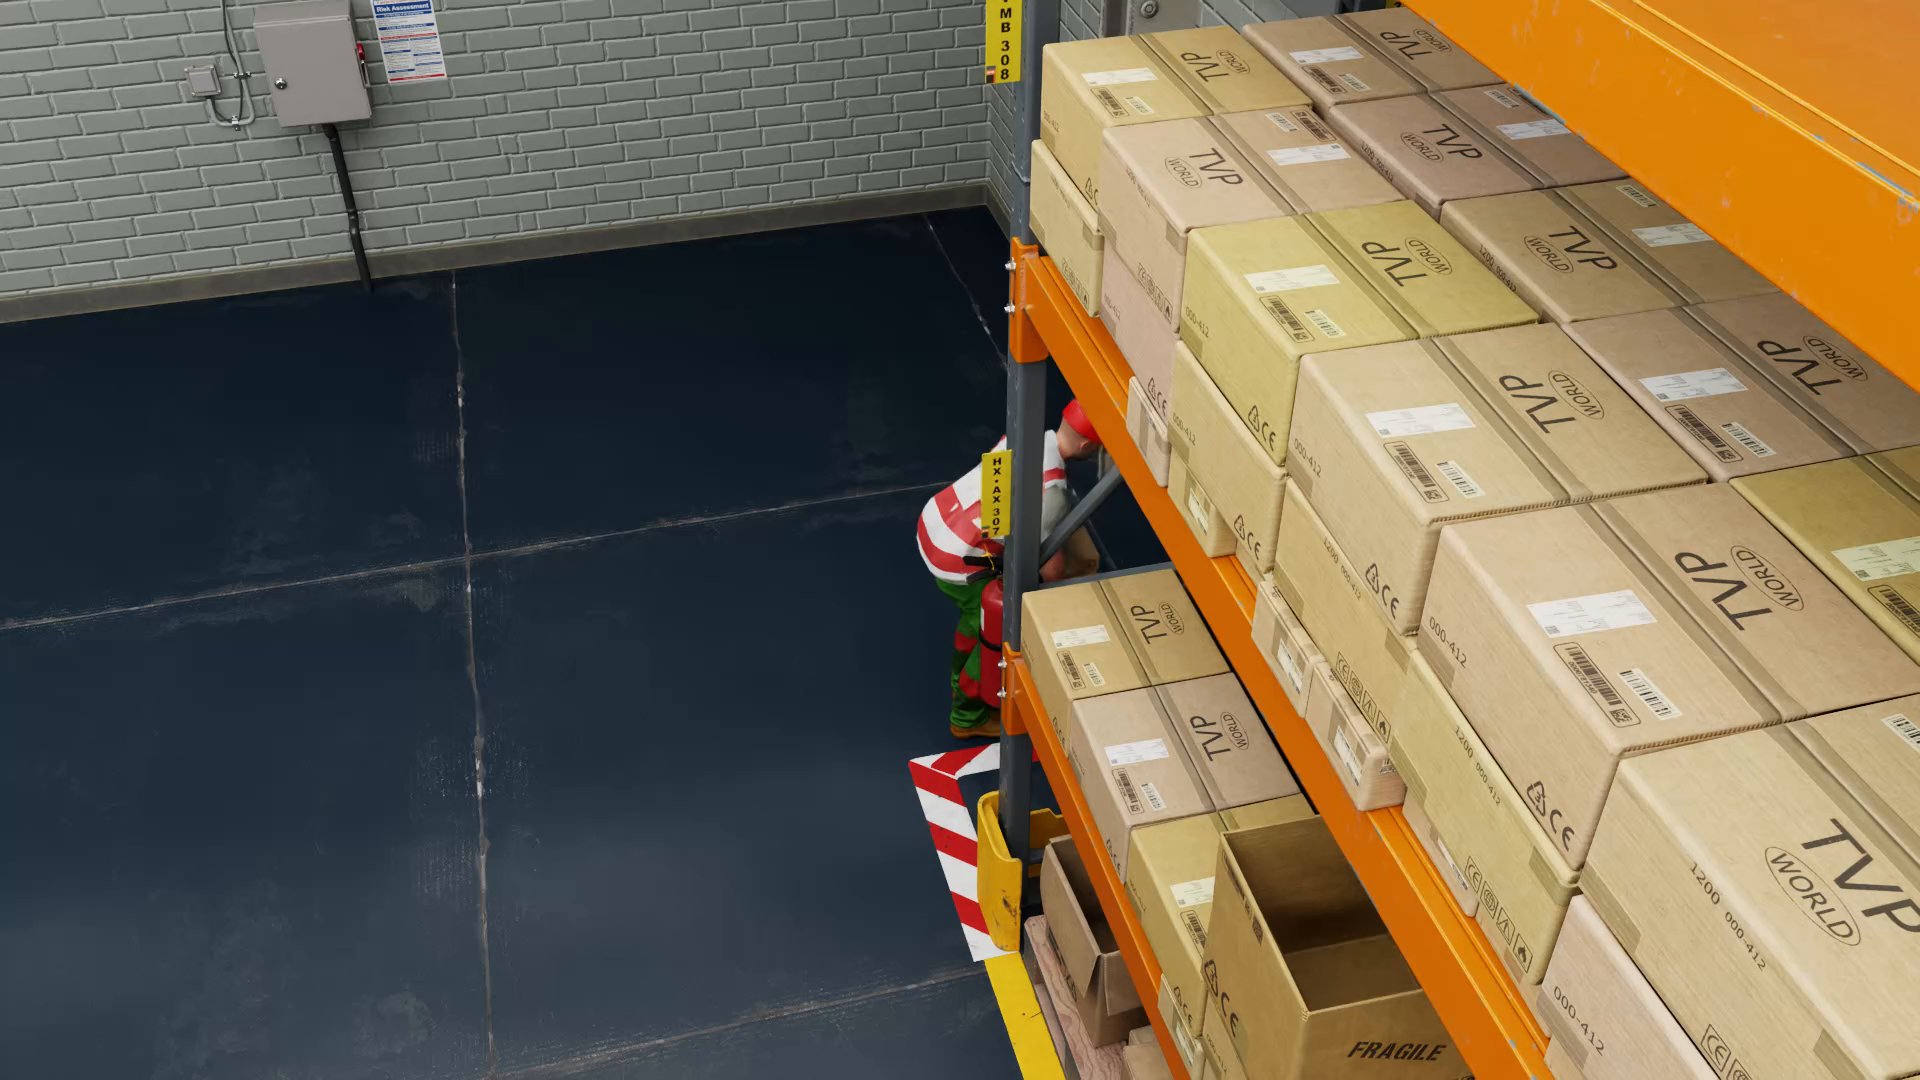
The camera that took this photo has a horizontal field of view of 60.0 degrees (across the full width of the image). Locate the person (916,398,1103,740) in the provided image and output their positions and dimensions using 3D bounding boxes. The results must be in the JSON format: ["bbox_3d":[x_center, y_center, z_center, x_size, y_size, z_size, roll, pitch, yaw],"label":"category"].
[{"bbox_3d":[0.241,0.102,6.774,0.822,1.528,0.493,-9,39,-11],"label":"person"}]
